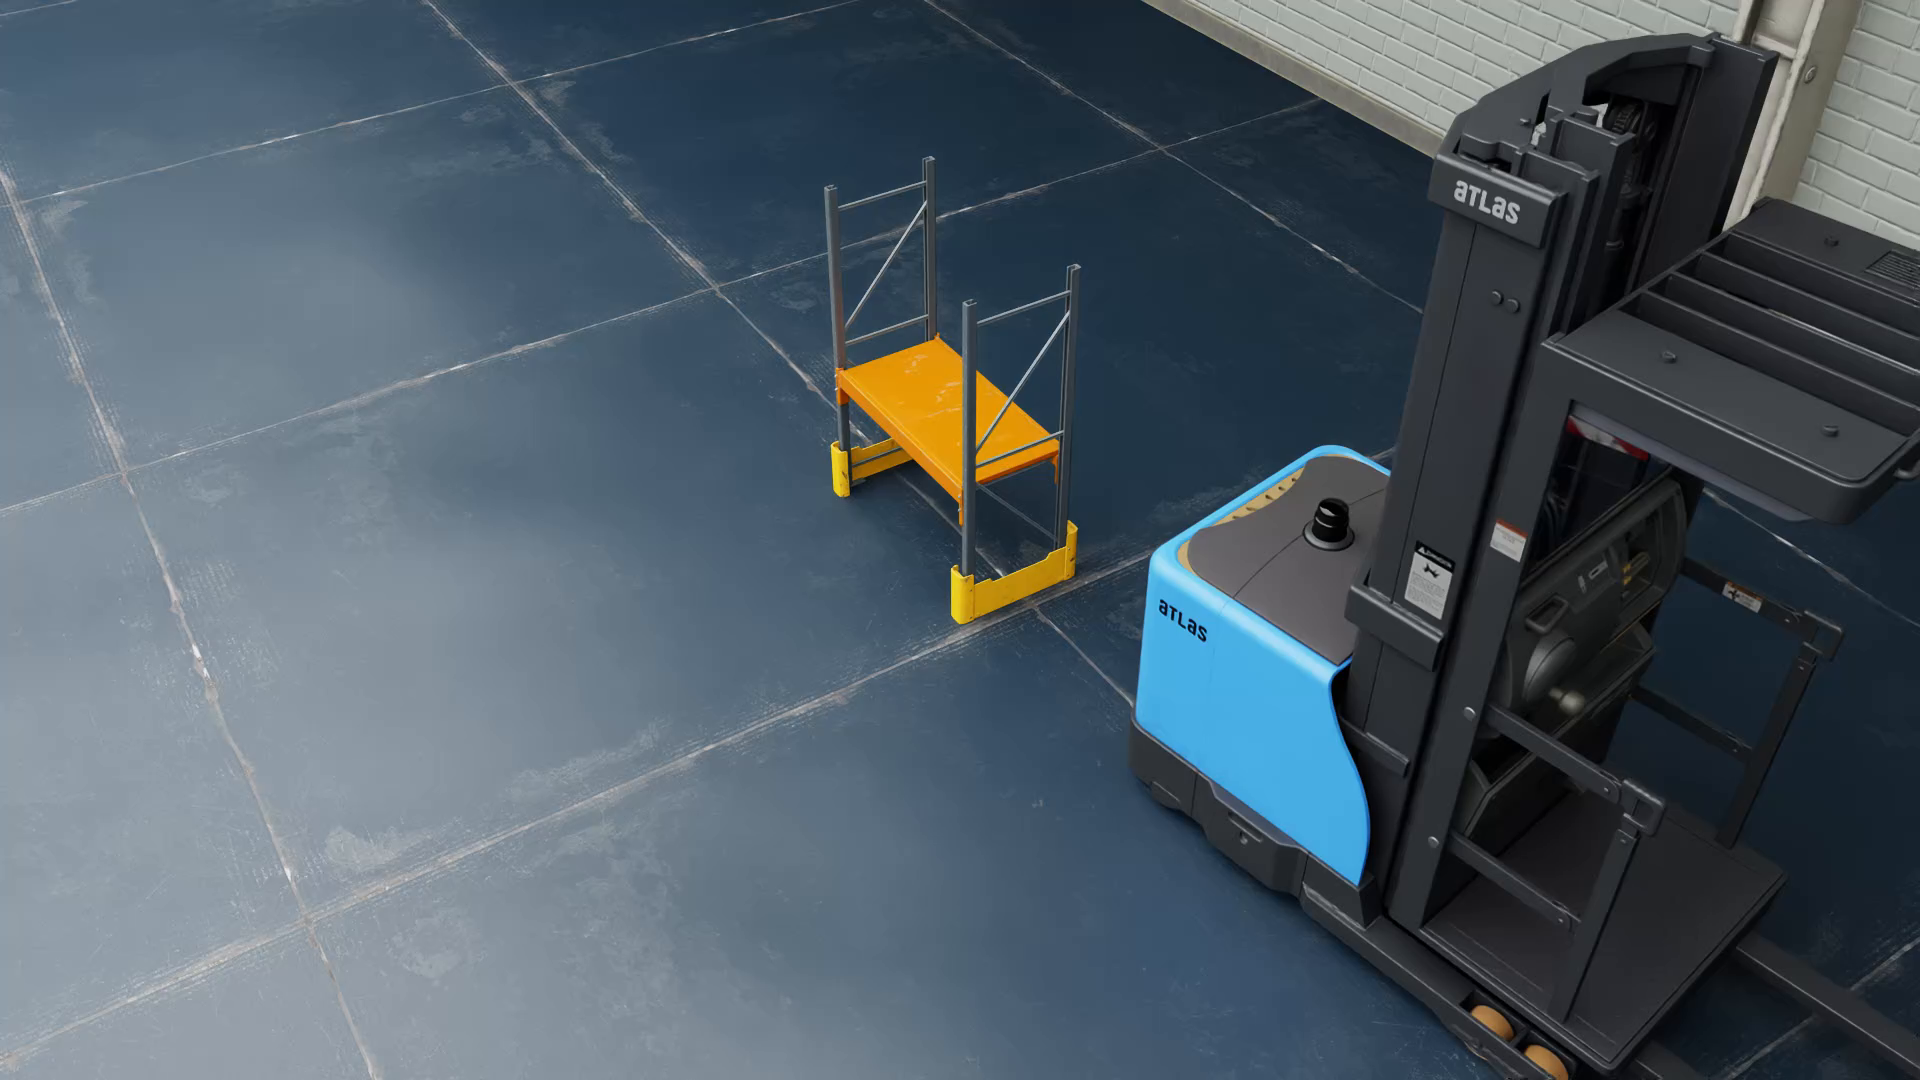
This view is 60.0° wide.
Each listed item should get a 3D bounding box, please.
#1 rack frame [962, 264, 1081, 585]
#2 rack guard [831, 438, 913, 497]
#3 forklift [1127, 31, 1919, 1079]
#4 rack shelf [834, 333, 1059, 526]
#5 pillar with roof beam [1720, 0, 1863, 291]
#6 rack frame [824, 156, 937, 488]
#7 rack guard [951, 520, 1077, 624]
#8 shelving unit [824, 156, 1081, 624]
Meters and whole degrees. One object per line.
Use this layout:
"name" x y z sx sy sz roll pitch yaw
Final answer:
"rack frame" 0.227 -0.348 6.496 0.500 1.500 0.032 -22 45 -24
"rack guard" -0.309 -0.406 7.542 0.587 0.250 0.087 -22 45 -24
"forklift" 1.977 0.237 4.676 1.130 2.935 3.031 -30 48 -31
"rack shelf" -0.046 -0.484 6.940 0.538 0.185 1.000 -22 45 -24
"pillar with roof beam" 0.203 -3.141 3.990 9.100 9.000 0.400 -22 45 -24
"rack frame" -0.319 -0.897 7.154 0.500 1.500 0.032 -22 45 -24
"rack guard" 0.227 0.132 6.897 0.587 0.250 0.087 -22 45 -24
"shelving unit" -0.041 -0.617 6.819 0.587 1.500 1.083 -22 45 -24
